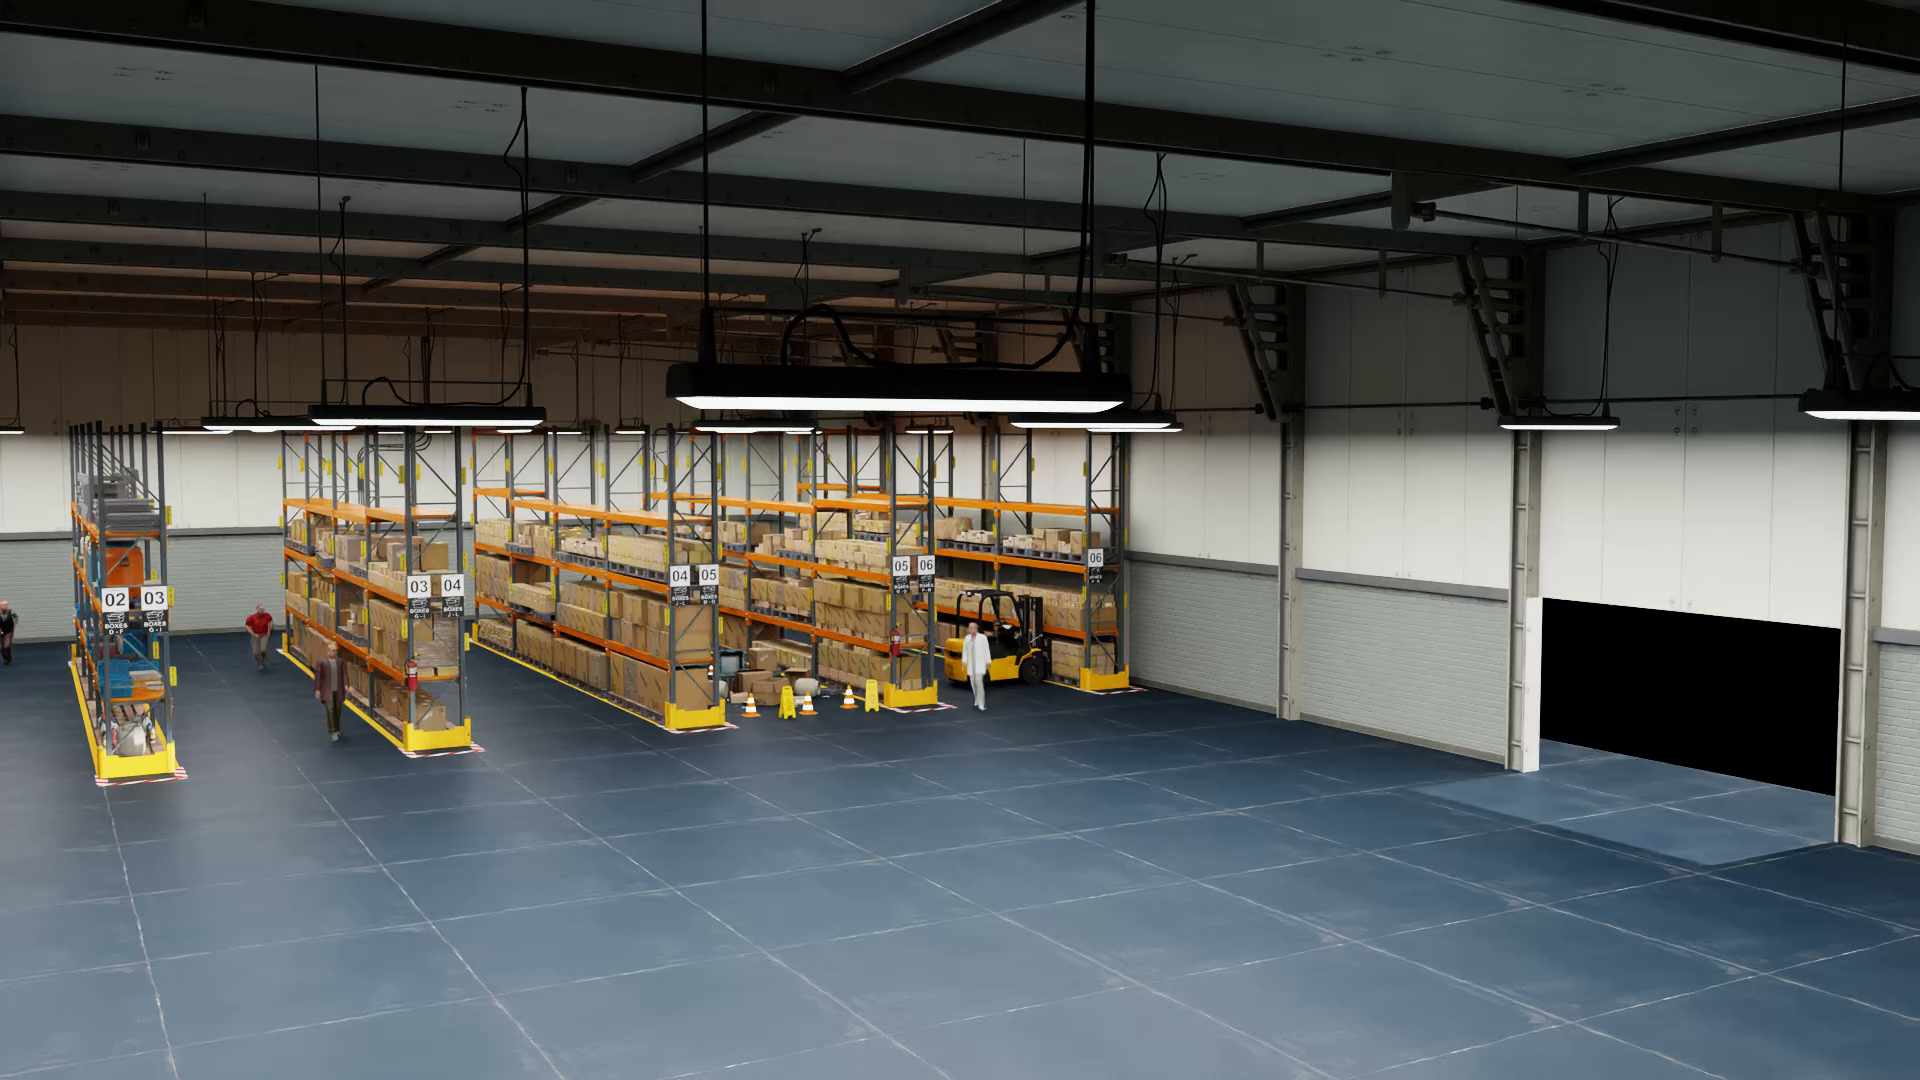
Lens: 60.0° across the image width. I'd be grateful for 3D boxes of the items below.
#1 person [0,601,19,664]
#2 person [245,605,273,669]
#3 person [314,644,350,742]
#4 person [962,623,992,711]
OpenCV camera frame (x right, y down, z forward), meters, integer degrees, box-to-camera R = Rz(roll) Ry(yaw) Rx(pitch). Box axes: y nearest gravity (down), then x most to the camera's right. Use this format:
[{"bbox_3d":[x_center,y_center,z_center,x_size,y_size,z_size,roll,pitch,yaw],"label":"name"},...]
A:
[{"bbox_3d":[-24.011,2.328,41.776,0.596,1.629,0.722,-1,4,-19],"label":"person"},{"bbox_3d":[-17.214,2.386,40.860,0.606,1.635,0.735,-1,4,-17],"label":"person"},{"bbox_3d":[-11.896,2.897,31.639,0.620,1.794,0.782,-3,5,-41],"label":"person"},{"bbox_3d":[0.314,2.670,35.236,0.678,1.826,0.605,2,4,31],"label":"person"}]
